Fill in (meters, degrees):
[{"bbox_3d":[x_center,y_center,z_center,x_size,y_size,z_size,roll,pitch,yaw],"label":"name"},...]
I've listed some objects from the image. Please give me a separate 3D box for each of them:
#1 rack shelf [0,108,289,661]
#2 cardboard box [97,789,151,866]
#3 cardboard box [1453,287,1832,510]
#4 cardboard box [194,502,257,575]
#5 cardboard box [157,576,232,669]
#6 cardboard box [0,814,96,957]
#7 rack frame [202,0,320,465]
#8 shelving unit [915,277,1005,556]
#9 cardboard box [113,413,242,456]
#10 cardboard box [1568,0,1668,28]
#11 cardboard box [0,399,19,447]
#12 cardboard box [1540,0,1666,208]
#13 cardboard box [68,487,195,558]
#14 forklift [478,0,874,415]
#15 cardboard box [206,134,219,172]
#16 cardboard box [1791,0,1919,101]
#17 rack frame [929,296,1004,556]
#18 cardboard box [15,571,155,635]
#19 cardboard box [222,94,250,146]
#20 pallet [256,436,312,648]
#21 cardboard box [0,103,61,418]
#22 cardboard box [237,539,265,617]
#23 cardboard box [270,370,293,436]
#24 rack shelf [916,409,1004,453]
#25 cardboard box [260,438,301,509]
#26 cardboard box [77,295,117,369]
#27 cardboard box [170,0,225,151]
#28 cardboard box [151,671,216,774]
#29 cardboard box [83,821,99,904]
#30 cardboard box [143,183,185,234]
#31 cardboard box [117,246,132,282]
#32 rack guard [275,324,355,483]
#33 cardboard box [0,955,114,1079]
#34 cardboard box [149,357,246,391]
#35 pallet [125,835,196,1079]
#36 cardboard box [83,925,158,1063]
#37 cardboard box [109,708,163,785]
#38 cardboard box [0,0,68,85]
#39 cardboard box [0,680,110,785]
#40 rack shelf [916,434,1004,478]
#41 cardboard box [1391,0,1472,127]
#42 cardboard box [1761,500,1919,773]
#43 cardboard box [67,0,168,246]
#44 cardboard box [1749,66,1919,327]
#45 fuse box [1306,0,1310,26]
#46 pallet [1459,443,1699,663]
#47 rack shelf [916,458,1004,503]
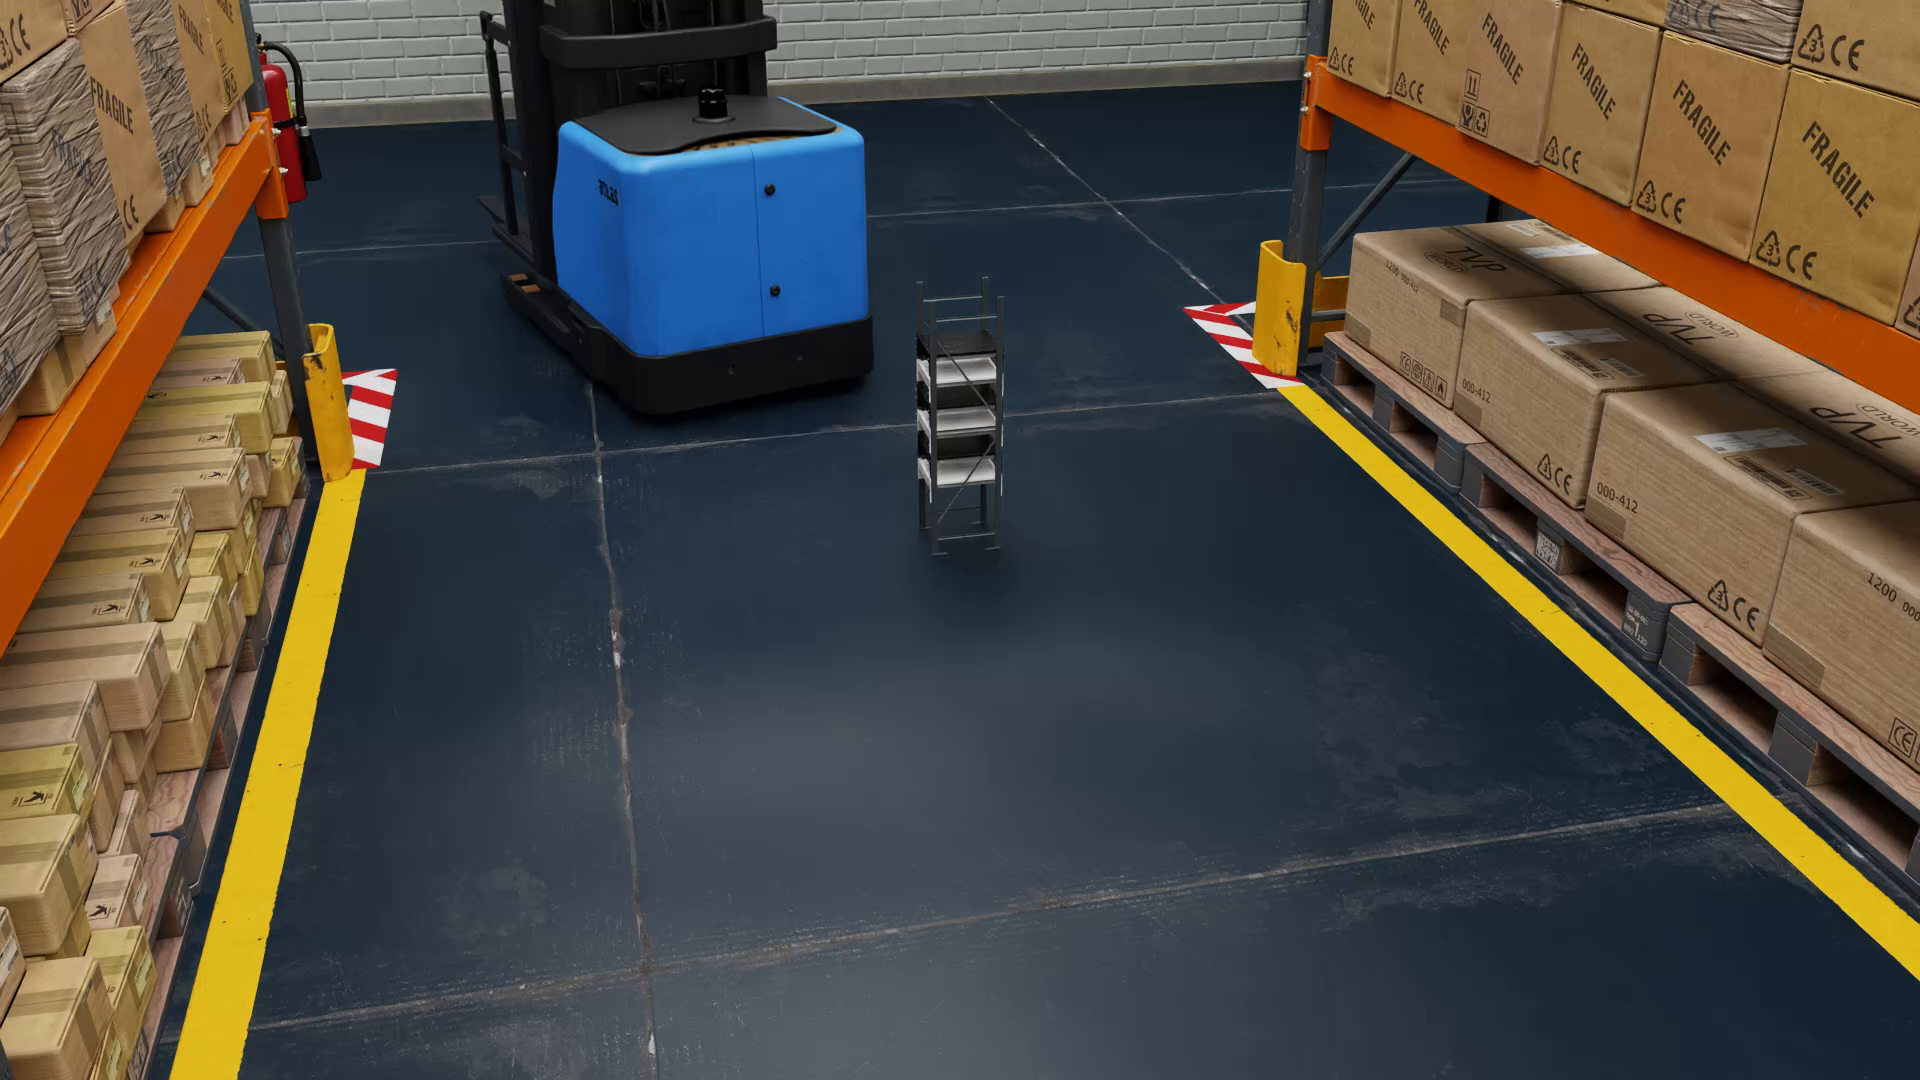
[{"bbox_3d":[-2.453,-0.411,4.035,1.077,0.370,4.000,-6,27,-12],"label":"rack shelf"},{"bbox_3d":[-2.044,0.711,3.710,0.380,0.149,0.250,-7,28,-13],"label":"cardboard box"},{"bbox_3d":[2.356,-0.521,5.830,0.875,0.438,0.875,-5,27,-10],"label":"cardboard box"},{"bbox_3d":[-2.259,-0.001,4.792,0.380,0.149,0.250,-6,27,-11],"label":"cardboard box"},{"bbox_3d":[-2.130,0.231,4.331,0.380,0.149,0.250,-6,27,-11],"label":"cardboard box"},{"bbox_3d":[-1.883,0.666,3.139,0.380,0.149,0.250,-5,27,-9],"label":"cardboard box"},{"bbox_3d":[-2.904,-1.611,5.612,1.000,3.000,0.127,-6,27,-12],"label":"rack frame"},{"bbox_3d":[-0.002,-0.405,5.554,0.258,0.900,0.210,-6,27,-12],"label":"shelving unit"},{"bbox_3d":[-2.359,-0.247,4.949,0.380,0.149,0.250,-7,28,-14],"label":"cardboard box"},{"bbox_3d":[2.087,-1.739,4.645,0.500,0.500,0.500,-6,27,-11],"label":"cardboard box"},{"bbox_3d":[-2.045,-0.237,3.170,0.380,0.149,0.250,-7,28,-14],"label":"cardboard box"},{"bbox_3d":[2.092,-1.300,4.885,0.500,0.500,0.500,-5,27,-10],"label":"cardboard box"},{"bbox_3d":[-2.292,-0.008,4.475,0.380,0.149,0.250,-7,28,-13],"label":"cardboard box"},{"bbox_3d":[-1.533,-2.429,7.311,1.130,2.935,3.031,-14,30,-26],"label":"forklift"},{"bbox_3d":[-2.465,-1.162,5.003,0.380,0.149,0.250,-6,27,-12],"label":"cardboard box"},{"bbox_3d":[2.315,-1.295,3.767,0.500,0.500,0.500,-6,27,-12],"label":"cardboard box"},{"bbox_3d":[0.021,-0.361,5.466,0.240,0.900,0.006,-6,27,-12],"label":"rack frame"},{"bbox_3d":[-2.188,0.216,4.030,0.380,0.149,0.250,-7,28,-14],"label":"cardboard box"},{"bbox_3d":[-2.555,-1.384,5.442,0.380,0.149,0.250,-6,27,-12],"label":"cardboard box"},{"bbox_3d":[-2.738,0.028,5.461,1.003,0.211,1.213,-6,27,-12],"label":"pallet"},{"bbox_3d":[-1.987,-0.492,2.954,0.500,0.500,0.500,-6,27,-12],"label":"cardboard box"},{"bbox_3d":[-2.263,0.125,4.872,0.380,0.149,0.250,-7,28,-14],"label":"cardboard box"},{"bbox_3d":[-2.507,-0.455,5.691,0.380,0.149,0.250,-7,28,-13],"label":"cardboard box"},{"bbox_3d":[-0.002,-0.376,5.569,0.258,0.077,0.200,-6,27,-12],"label":"rack shelf"},{"bbox_3d":[-2.426,-0.213,5.541,0.380,0.149,0.250,-5,27,-10],"label":"cardboard box"},{"bbox_3d":[-2.092,-0.473,3.637,0.380,0.149,0.250,-5,27,-9],"label":"cardboard box"},{"bbox_3d":[-2.441,-1.390,4.734,0.500,0.500,0.500,-6,27,-12],"label":"cardboard box"},{"bbox_3d":[-2.104,0.473,4.182,0.380,0.149,0.250,-7,28,-13],"label":"cardboard box"},{"bbox_3d":[-2.007,0.701,3.400,0.380,0.149,0.250,-6,27,-12],"label":"cardboard box"},{"bbox_3d":[-2.354,-0.934,4.551,0.380,0.149,0.250,-7,28,-14],"label":"cardboard box"},{"bbox_3d":[-2.275,-0.695,4.076,0.380,0.149,0.250,-5,27,-11],"label":"cardboard box"},{"bbox_3d":[-2.887,-0.461,6.109,1.175,0.500,0.348,-6,27,-12],"label":"rack guard"},{"bbox_3d":[-1.773,0.906,2.993,0.380,0.149,0.250,-5,27,-9],"label":"cardboard box"},{"bbox_3d":[-2.537,-0.468,5.386,0.380,0.149,0.250,-5,27,-11],"label":"cardboard box"},{"bbox_3d":[-2.189,1.099,3.338,1.003,0.211,1.213,-6,27,-12],"label":"pallet"},{"bbox_3d":[-1.832,0.921,3.294,0.380,0.149,0.250,-5,27,-10],"label":"cardboard box"},{"bbox_3d":[-2.104,0.459,3.879,0.380,0.149,0.250,-5,27,-9],"label":"cardboard box"},{"bbox_3d":[-2.082,-1.152,3.152,0.500,0.500,0.500,-5,27,-11],"label":"cardboard box"},{"bbox_3d":[-2.069,0.448,3.572,0.380,0.149,0.250,-7,28,-13],"label":"cardboard box"},{"bbox_3d":[-0.002,-0.295,5.610,0.258,0.077,0.200,-6,27,-12],"label":"rack shelf"},{"bbox_3d":[1.865,-1.743,5.764,0.500,0.500,0.500,-6,27,-12],"label":"cardboard box"},{"bbox_3d":[2.760,0.268,4.267,0.875,0.438,0.875,-6,27,-12],"label":"cardboard box"},{"bbox_3d":[-2.215,-0.949,3.860,0.500,0.500,0.500,-5,27,-9],"label":"cardboard box"},{"bbox_3d":[2.322,-0.849,3.993,0.500,0.500,0.500,-7,28,-13],"label":"cardboard box"},{"bbox_3d":[2.682,-4.205,12.182,0.539,1.711,0.414,-6,27,-12],"label":"fuse box"},{"bbox_3d":[2.424,-0.035,5.585,1.003,0.211,1.213,-6,27,-12],"label":"pallet"},{"bbox_3d":[-0.002,-0.215,5.650,0.258,0.077,0.200,-6,27,-12],"label":"rack shelf"}]
